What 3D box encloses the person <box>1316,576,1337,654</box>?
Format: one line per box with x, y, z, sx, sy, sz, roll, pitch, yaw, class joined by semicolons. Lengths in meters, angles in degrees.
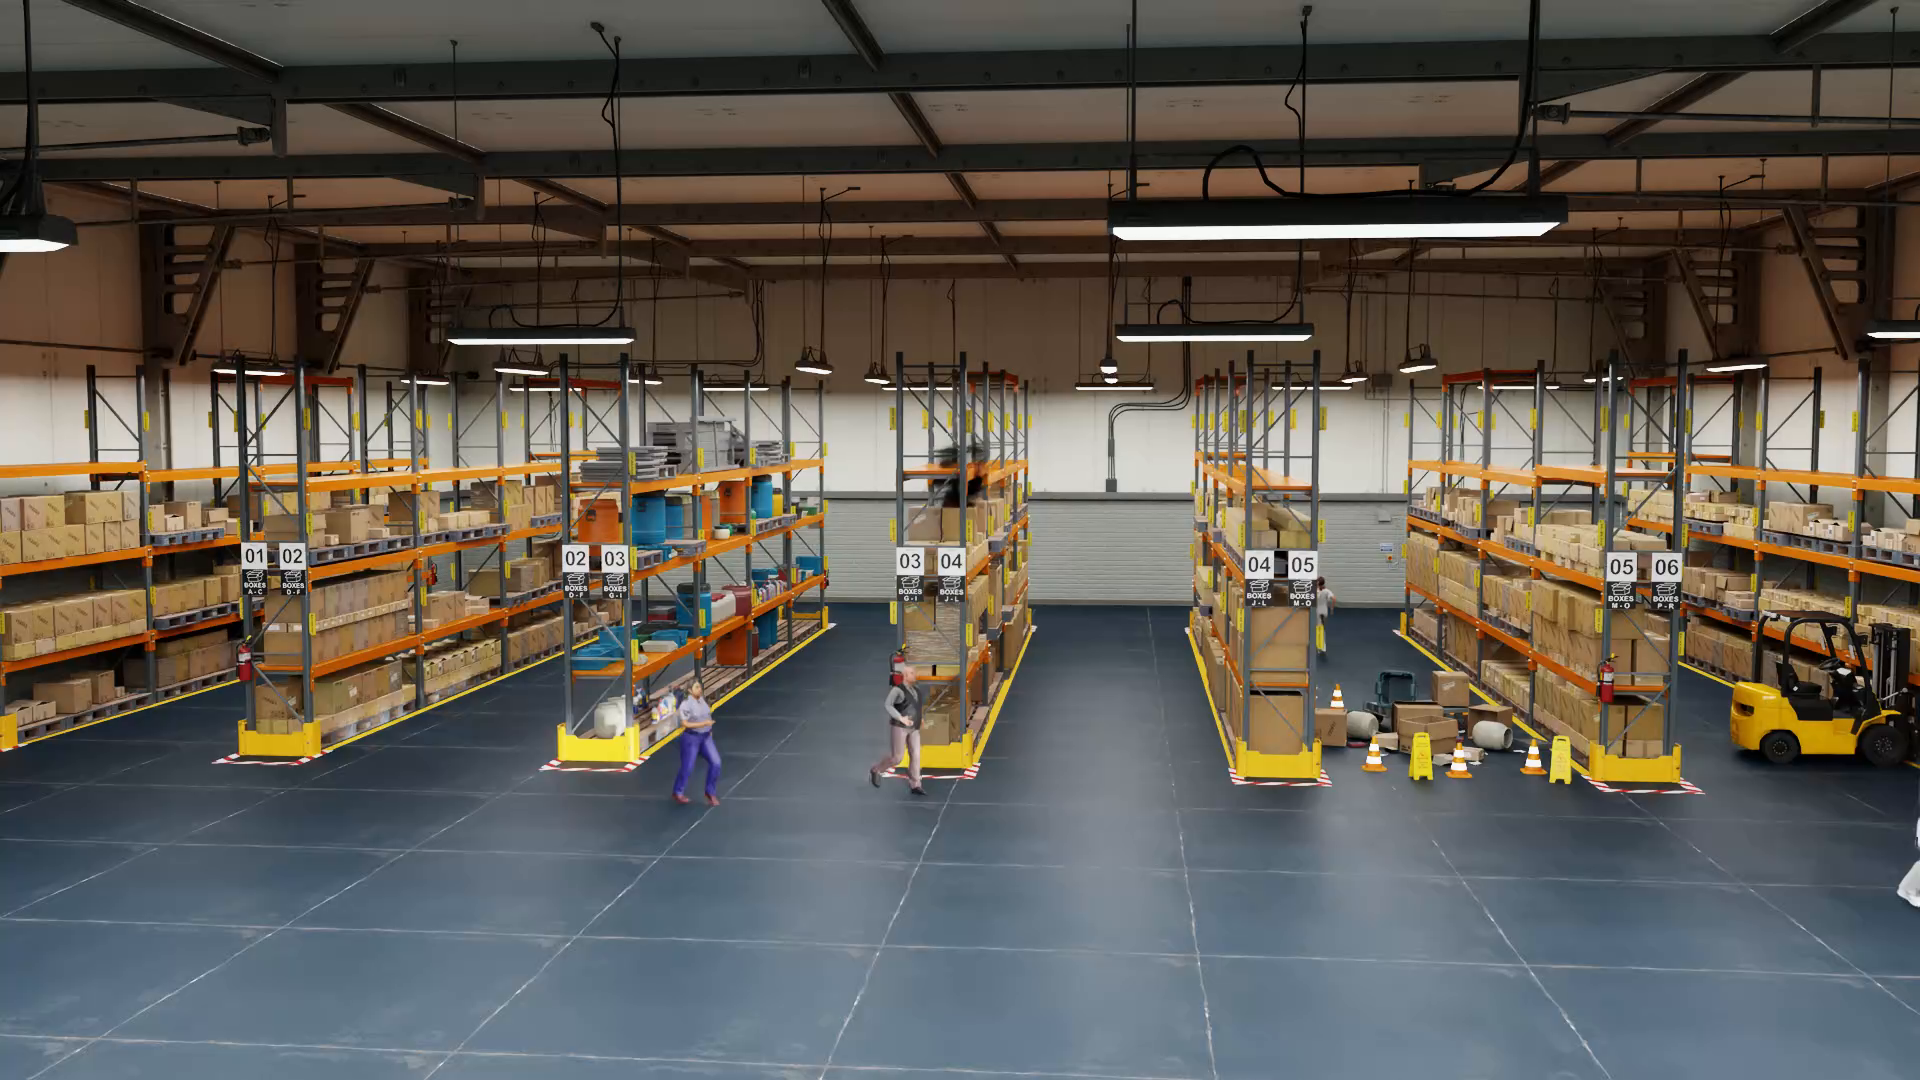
7.712;1.639;35.536;0.537;1.726;0.771;-1;4;-10;person

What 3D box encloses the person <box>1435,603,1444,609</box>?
11.669;1.279;40.075;0.686;1.783;0.665;4;6;44;person

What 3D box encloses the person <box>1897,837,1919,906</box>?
9.980;2.922;16.861;0.751;1.781;0.893;-3;5;-34;person

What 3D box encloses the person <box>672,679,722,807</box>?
-3.418;2.658;21.624;0.732;1.697;0.598;3;5;38;person

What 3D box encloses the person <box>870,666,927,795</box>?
-0.707;2.552;22.426;0.965;1.689;0.712;4;6;43;person
